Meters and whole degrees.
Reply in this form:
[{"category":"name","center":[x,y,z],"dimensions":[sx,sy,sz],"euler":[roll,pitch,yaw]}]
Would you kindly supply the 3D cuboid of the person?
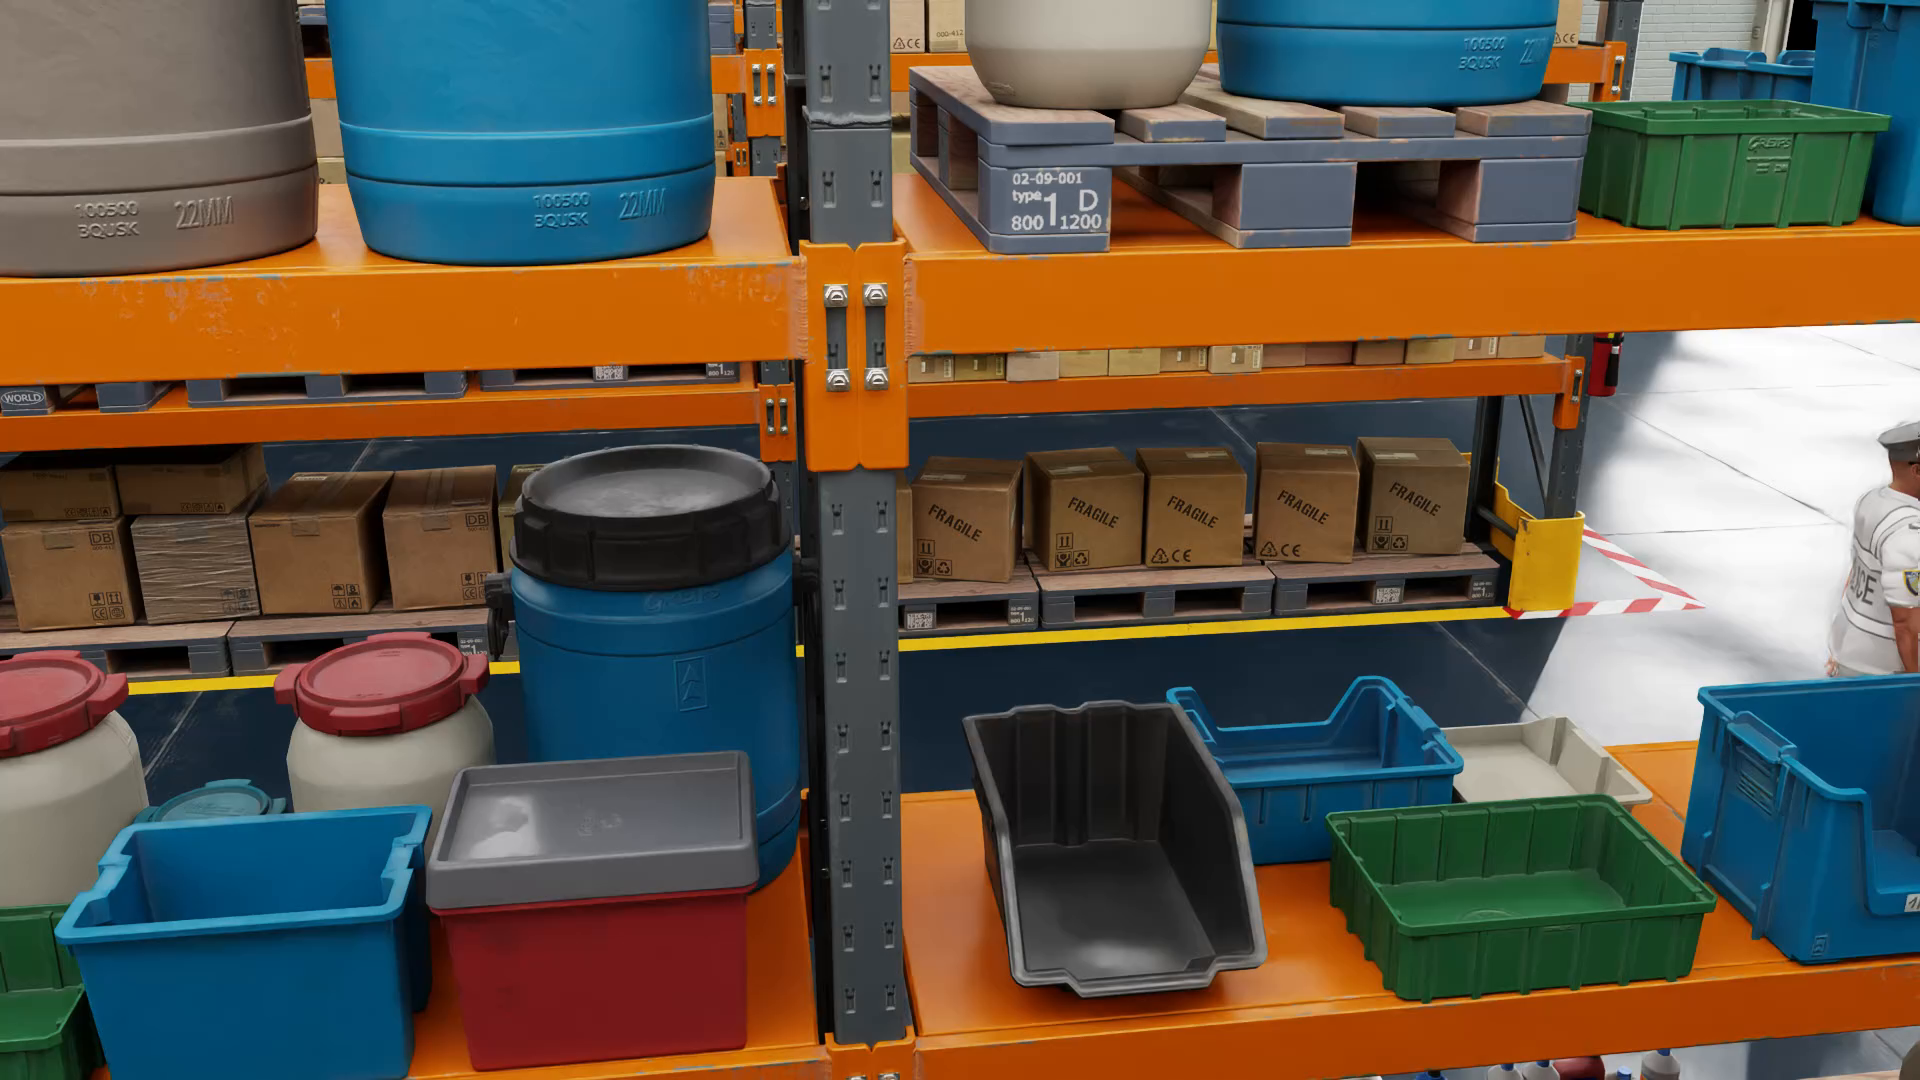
[{"category":"person","center":[3.264,0.467,5.809],"dimensions":[0.573,1.854,0.578],"euler":[7,21,19]}]
